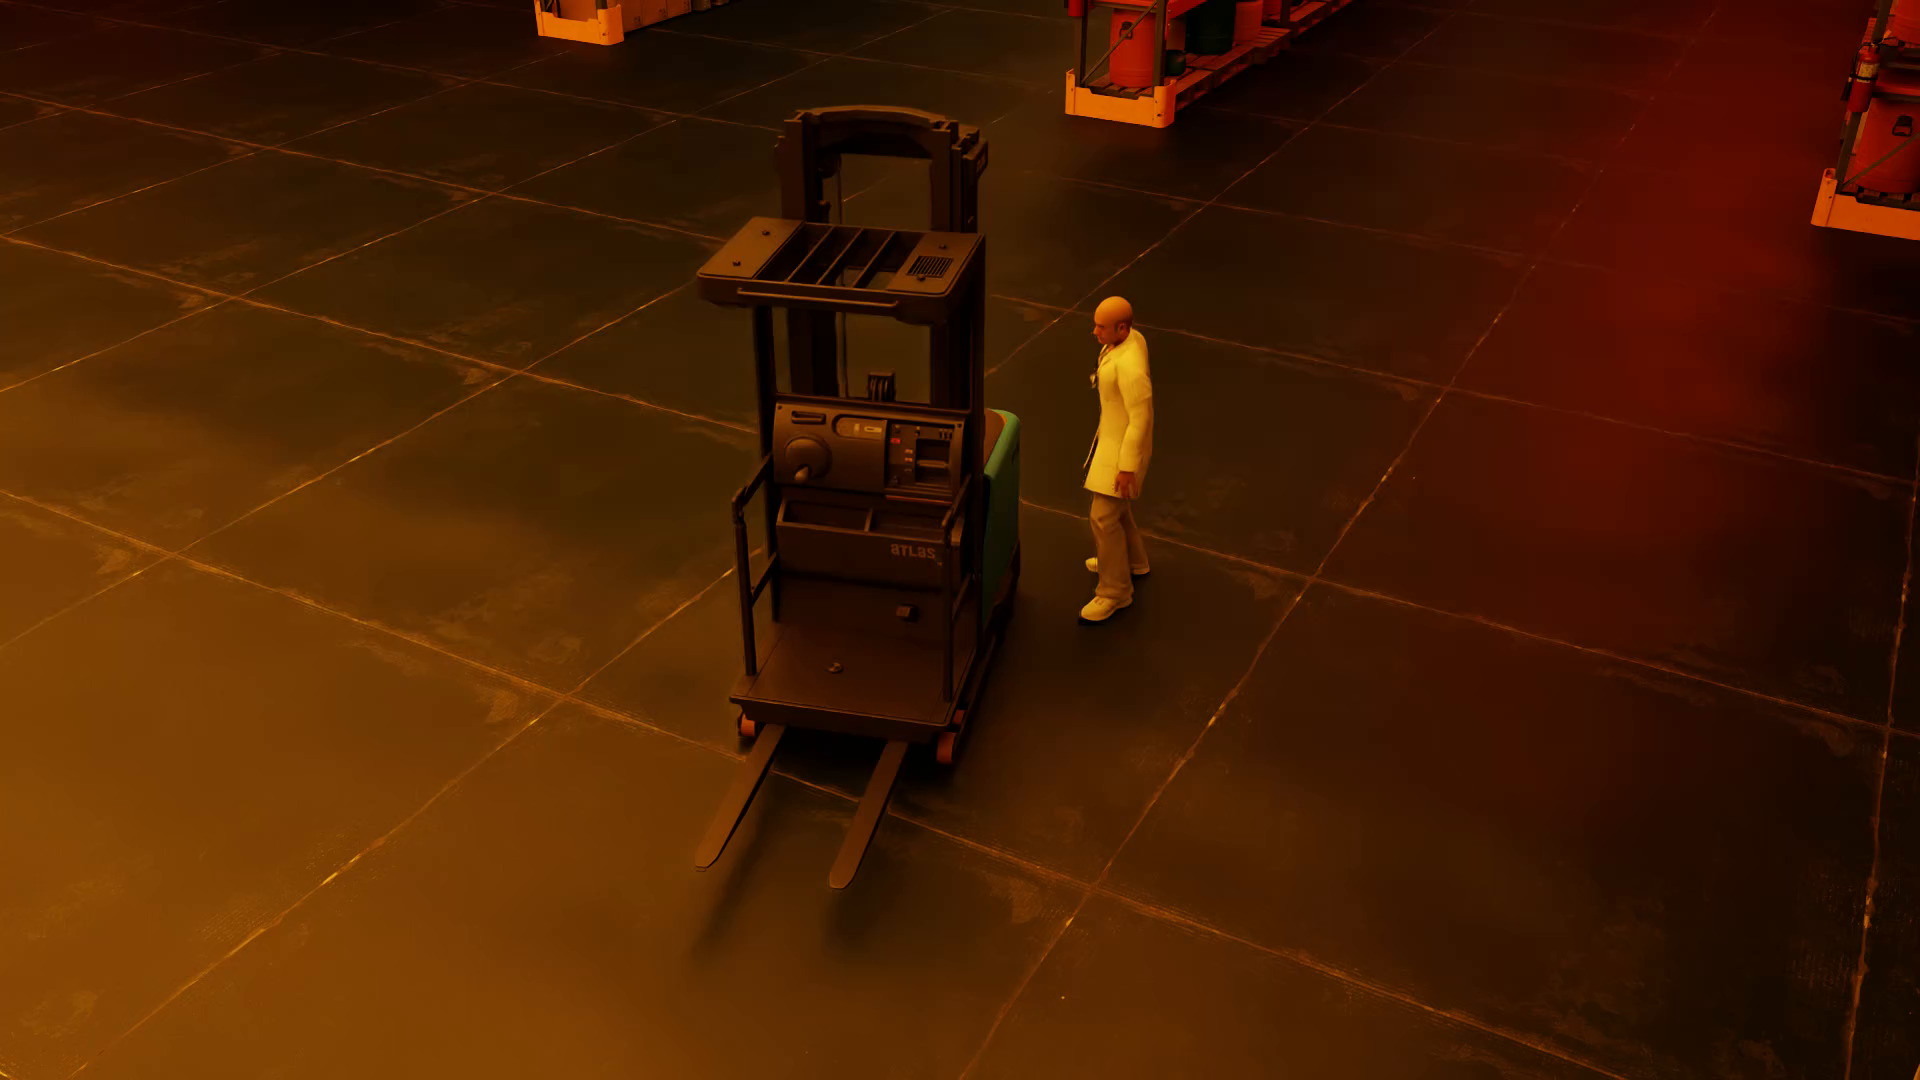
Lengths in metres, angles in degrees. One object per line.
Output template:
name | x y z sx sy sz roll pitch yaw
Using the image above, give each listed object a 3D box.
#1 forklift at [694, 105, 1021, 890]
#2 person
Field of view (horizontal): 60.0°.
forklift | -0.482 -0.379 7.728 1.130 2.935 3.031 6 31 11
person | 0.888 -0.508 9.145 0.427 1.750 0.899 0 30 1
